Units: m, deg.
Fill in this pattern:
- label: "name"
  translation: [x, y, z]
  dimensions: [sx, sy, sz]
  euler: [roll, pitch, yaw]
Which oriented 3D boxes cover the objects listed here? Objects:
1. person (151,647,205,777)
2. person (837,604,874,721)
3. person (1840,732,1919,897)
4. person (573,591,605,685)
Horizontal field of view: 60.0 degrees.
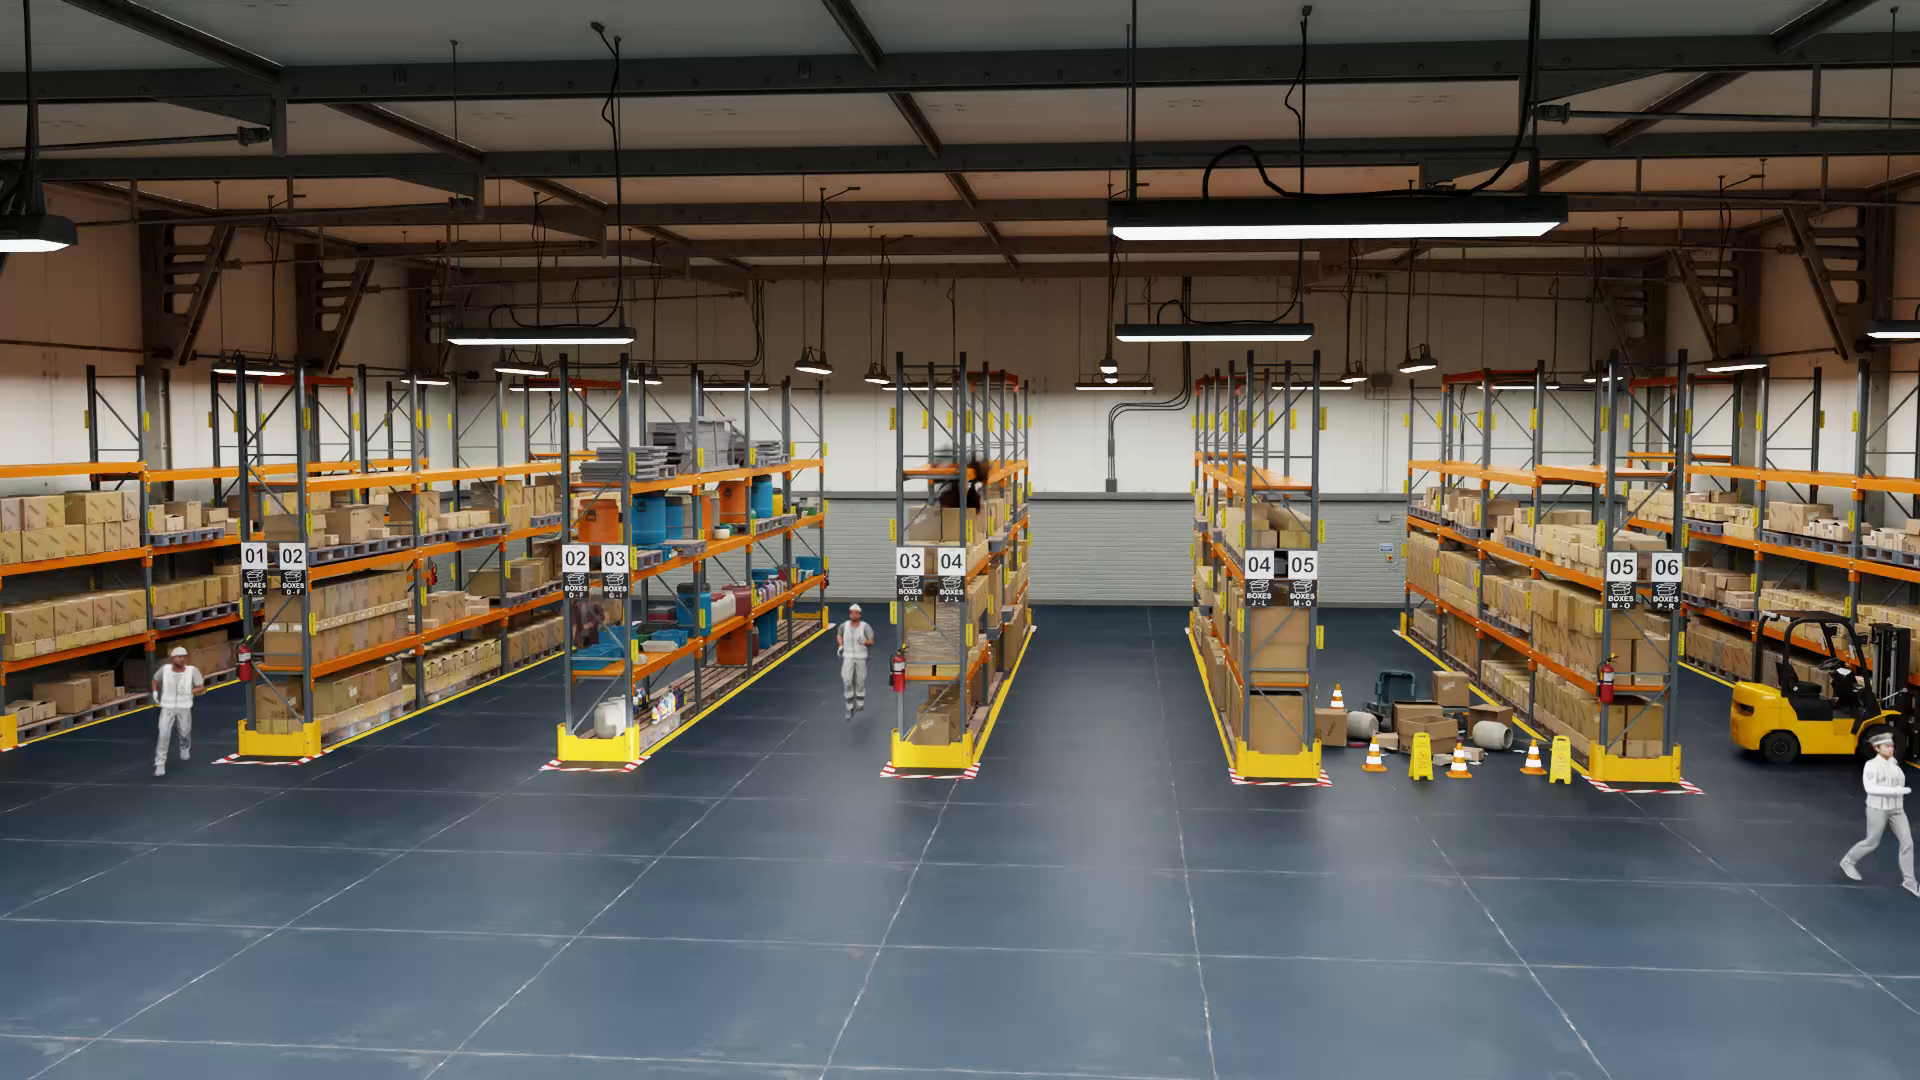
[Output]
- label: "person"
  translation: [-11.262, 2.422, 23.975]
  dimensions: [0.703, 1.766, 0.984]
  euler: [-2, 4, -25]
- label: "person"
  translation: [-1.695, 1.958, 26.810]
  dimensions: [0.631, 1.842, 0.734]
  euler: [0, 4, 3]
- label: "person"
  translation: [9.908, 2.888, 17.766]
  dimensions: [0.623, 1.692, 0.939]
  euler: [-1, 4, -20]
- label: "person"
  translation: [-7.192, 1.849, 32.205]
  dimensions: [0.674, 1.805, 1.202]
  euler: [0, 4, -1]
